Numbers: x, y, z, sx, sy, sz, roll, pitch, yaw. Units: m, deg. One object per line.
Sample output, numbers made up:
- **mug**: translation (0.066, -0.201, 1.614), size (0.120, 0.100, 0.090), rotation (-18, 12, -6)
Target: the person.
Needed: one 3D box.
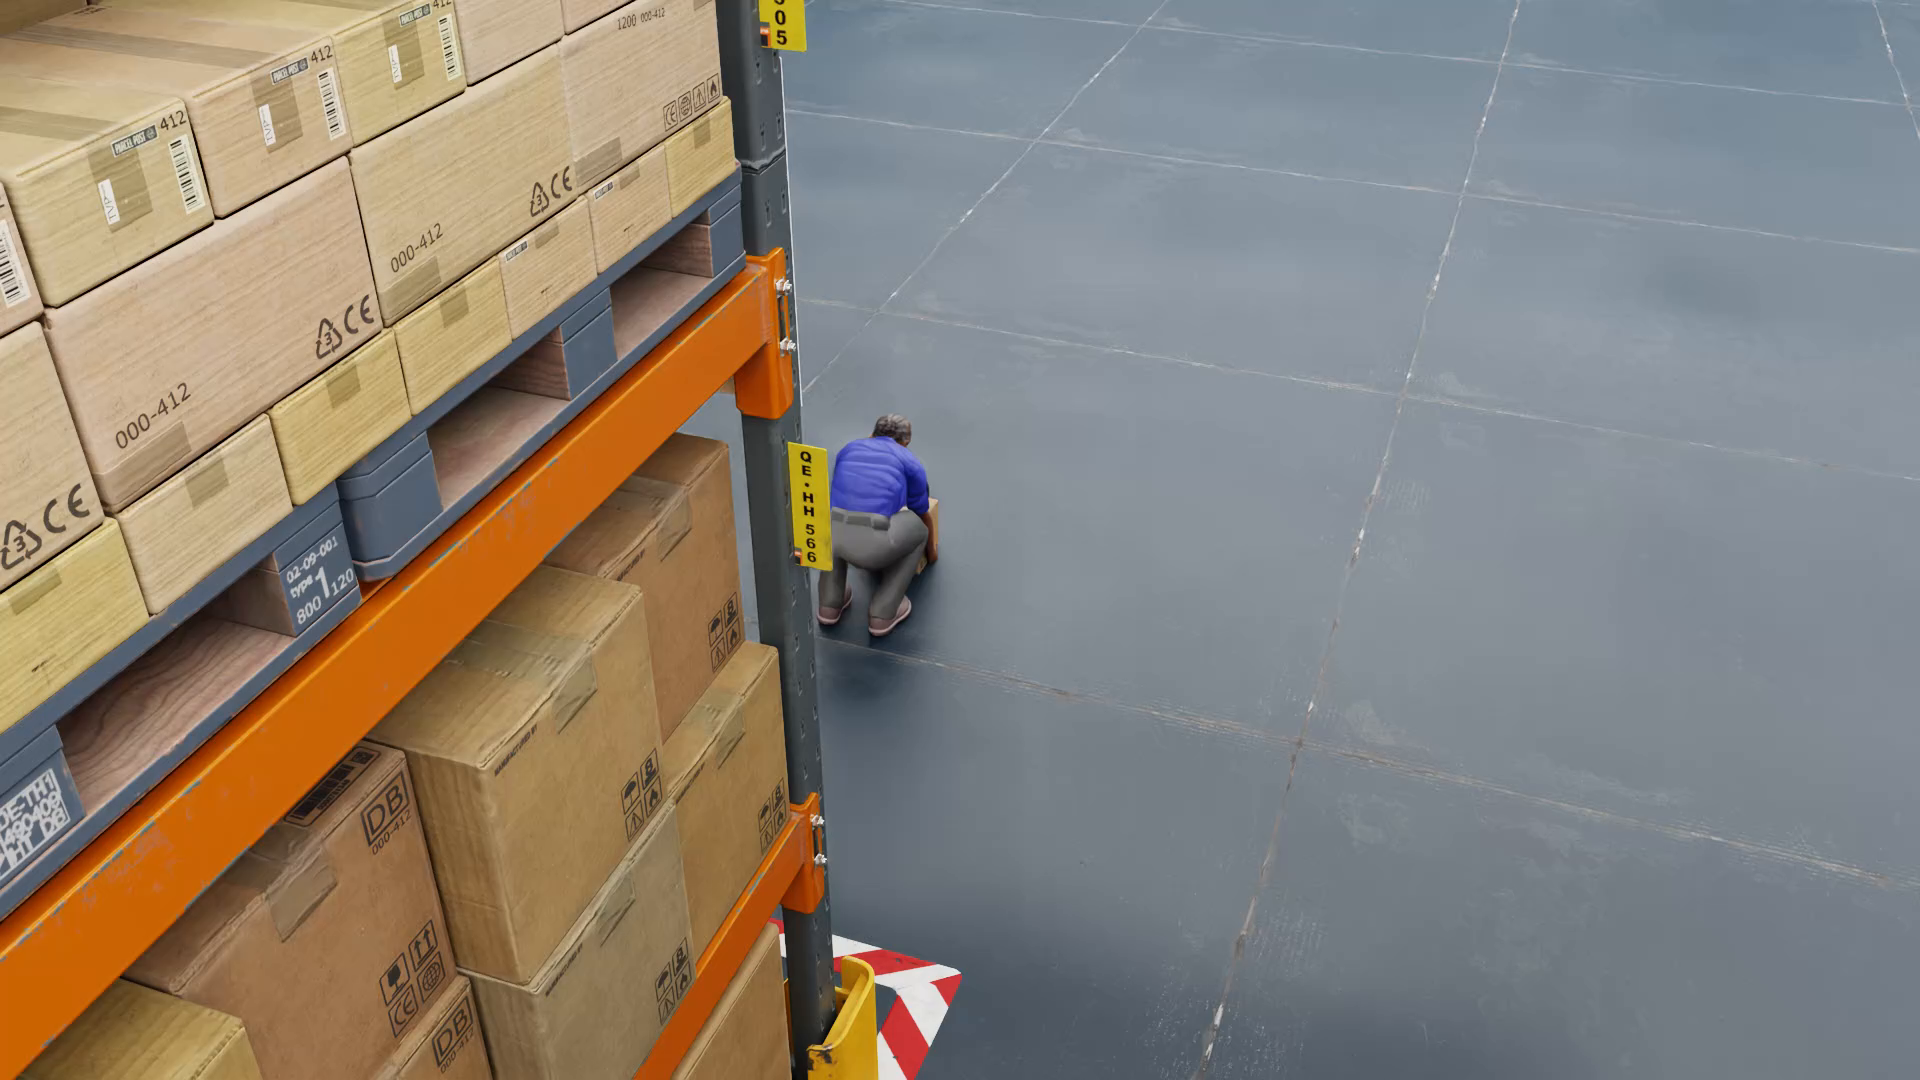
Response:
- **person**: translation (-0.370, -0.059, 7.093), size (0.457, 0.744, 0.862), rotation (10, 35, 15)
